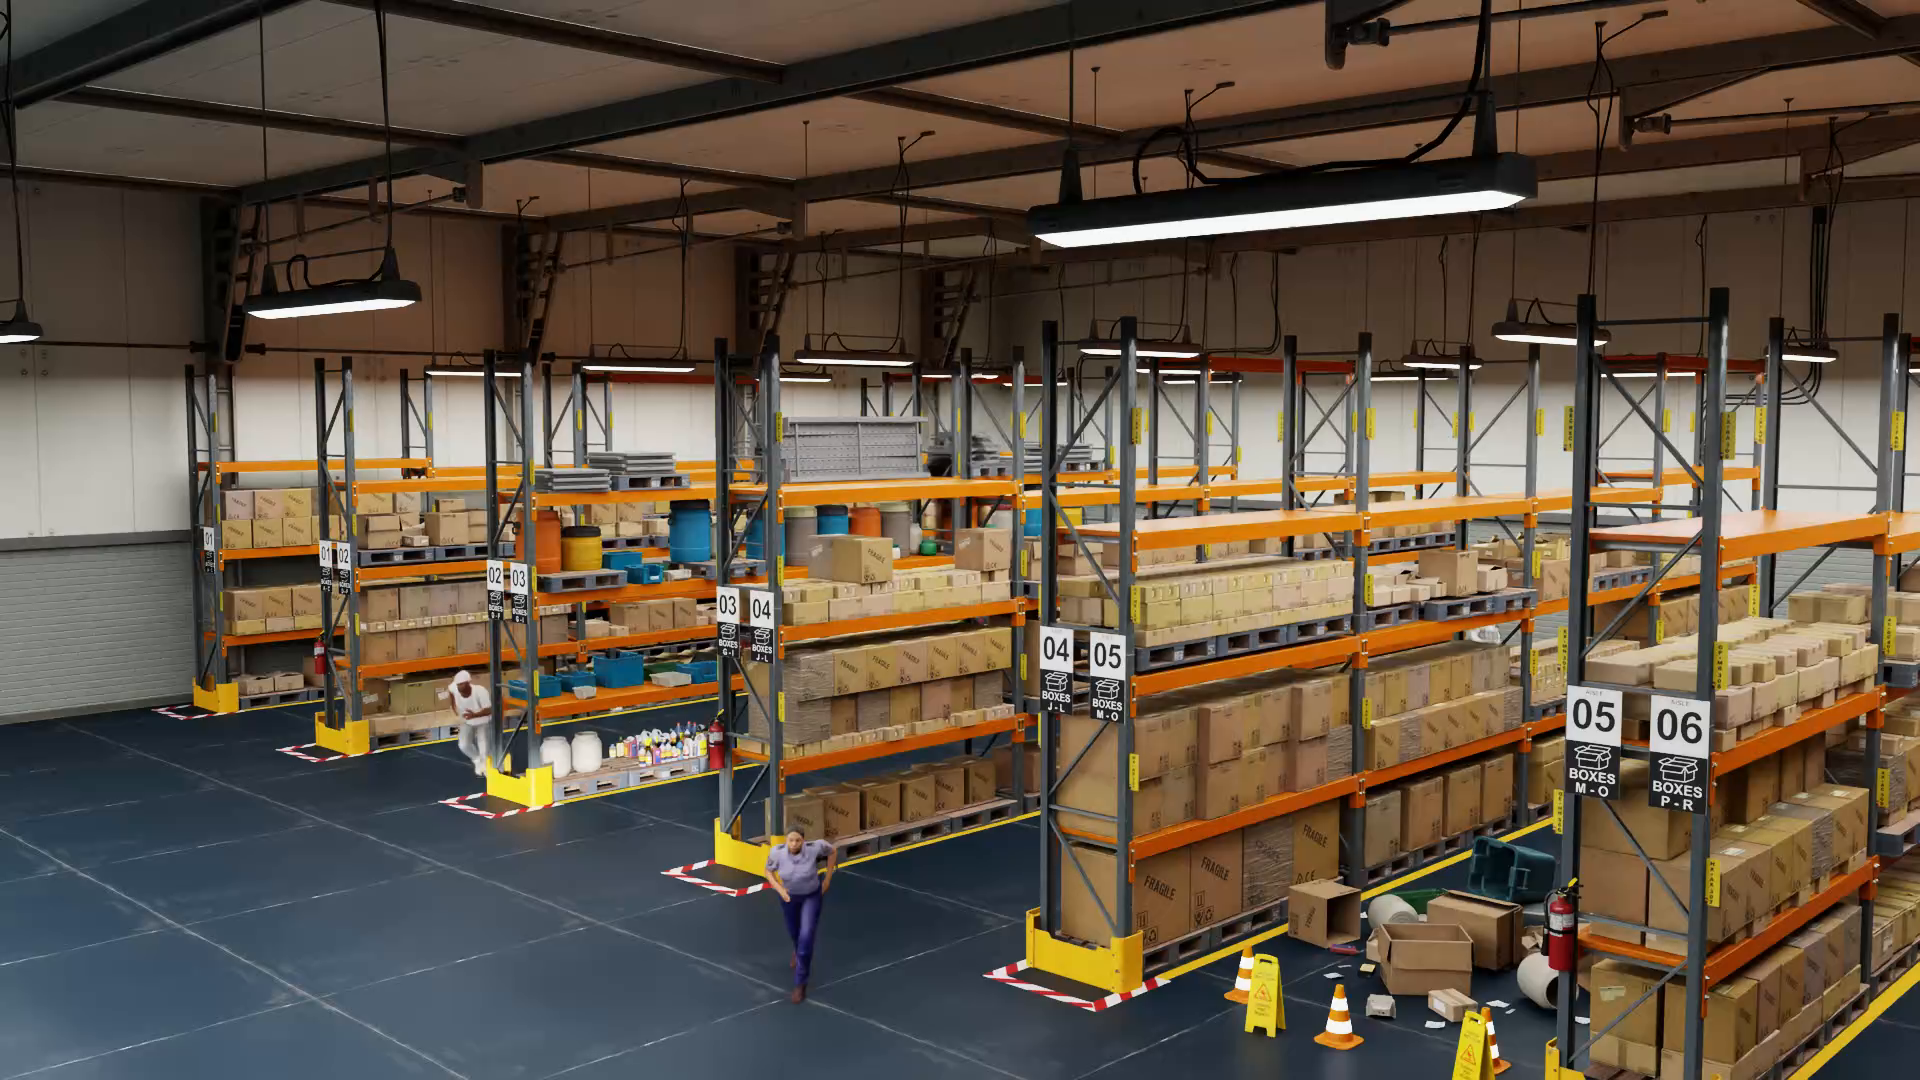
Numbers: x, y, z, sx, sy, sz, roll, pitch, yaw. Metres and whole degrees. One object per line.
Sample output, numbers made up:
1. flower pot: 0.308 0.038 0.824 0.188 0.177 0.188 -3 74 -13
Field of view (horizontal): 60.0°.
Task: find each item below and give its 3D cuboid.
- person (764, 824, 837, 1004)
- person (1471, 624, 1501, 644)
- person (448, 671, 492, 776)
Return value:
1. person: -1.427 3.262 14.981 0.646 1.613 0.974 0 4 -2
2. person: 9.709 2.007 30.696 0.609 1.667 0.626 -2 5 -23
3. person: -6.866 2.579 23.317 0.739 1.579 0.899 1 4 13
